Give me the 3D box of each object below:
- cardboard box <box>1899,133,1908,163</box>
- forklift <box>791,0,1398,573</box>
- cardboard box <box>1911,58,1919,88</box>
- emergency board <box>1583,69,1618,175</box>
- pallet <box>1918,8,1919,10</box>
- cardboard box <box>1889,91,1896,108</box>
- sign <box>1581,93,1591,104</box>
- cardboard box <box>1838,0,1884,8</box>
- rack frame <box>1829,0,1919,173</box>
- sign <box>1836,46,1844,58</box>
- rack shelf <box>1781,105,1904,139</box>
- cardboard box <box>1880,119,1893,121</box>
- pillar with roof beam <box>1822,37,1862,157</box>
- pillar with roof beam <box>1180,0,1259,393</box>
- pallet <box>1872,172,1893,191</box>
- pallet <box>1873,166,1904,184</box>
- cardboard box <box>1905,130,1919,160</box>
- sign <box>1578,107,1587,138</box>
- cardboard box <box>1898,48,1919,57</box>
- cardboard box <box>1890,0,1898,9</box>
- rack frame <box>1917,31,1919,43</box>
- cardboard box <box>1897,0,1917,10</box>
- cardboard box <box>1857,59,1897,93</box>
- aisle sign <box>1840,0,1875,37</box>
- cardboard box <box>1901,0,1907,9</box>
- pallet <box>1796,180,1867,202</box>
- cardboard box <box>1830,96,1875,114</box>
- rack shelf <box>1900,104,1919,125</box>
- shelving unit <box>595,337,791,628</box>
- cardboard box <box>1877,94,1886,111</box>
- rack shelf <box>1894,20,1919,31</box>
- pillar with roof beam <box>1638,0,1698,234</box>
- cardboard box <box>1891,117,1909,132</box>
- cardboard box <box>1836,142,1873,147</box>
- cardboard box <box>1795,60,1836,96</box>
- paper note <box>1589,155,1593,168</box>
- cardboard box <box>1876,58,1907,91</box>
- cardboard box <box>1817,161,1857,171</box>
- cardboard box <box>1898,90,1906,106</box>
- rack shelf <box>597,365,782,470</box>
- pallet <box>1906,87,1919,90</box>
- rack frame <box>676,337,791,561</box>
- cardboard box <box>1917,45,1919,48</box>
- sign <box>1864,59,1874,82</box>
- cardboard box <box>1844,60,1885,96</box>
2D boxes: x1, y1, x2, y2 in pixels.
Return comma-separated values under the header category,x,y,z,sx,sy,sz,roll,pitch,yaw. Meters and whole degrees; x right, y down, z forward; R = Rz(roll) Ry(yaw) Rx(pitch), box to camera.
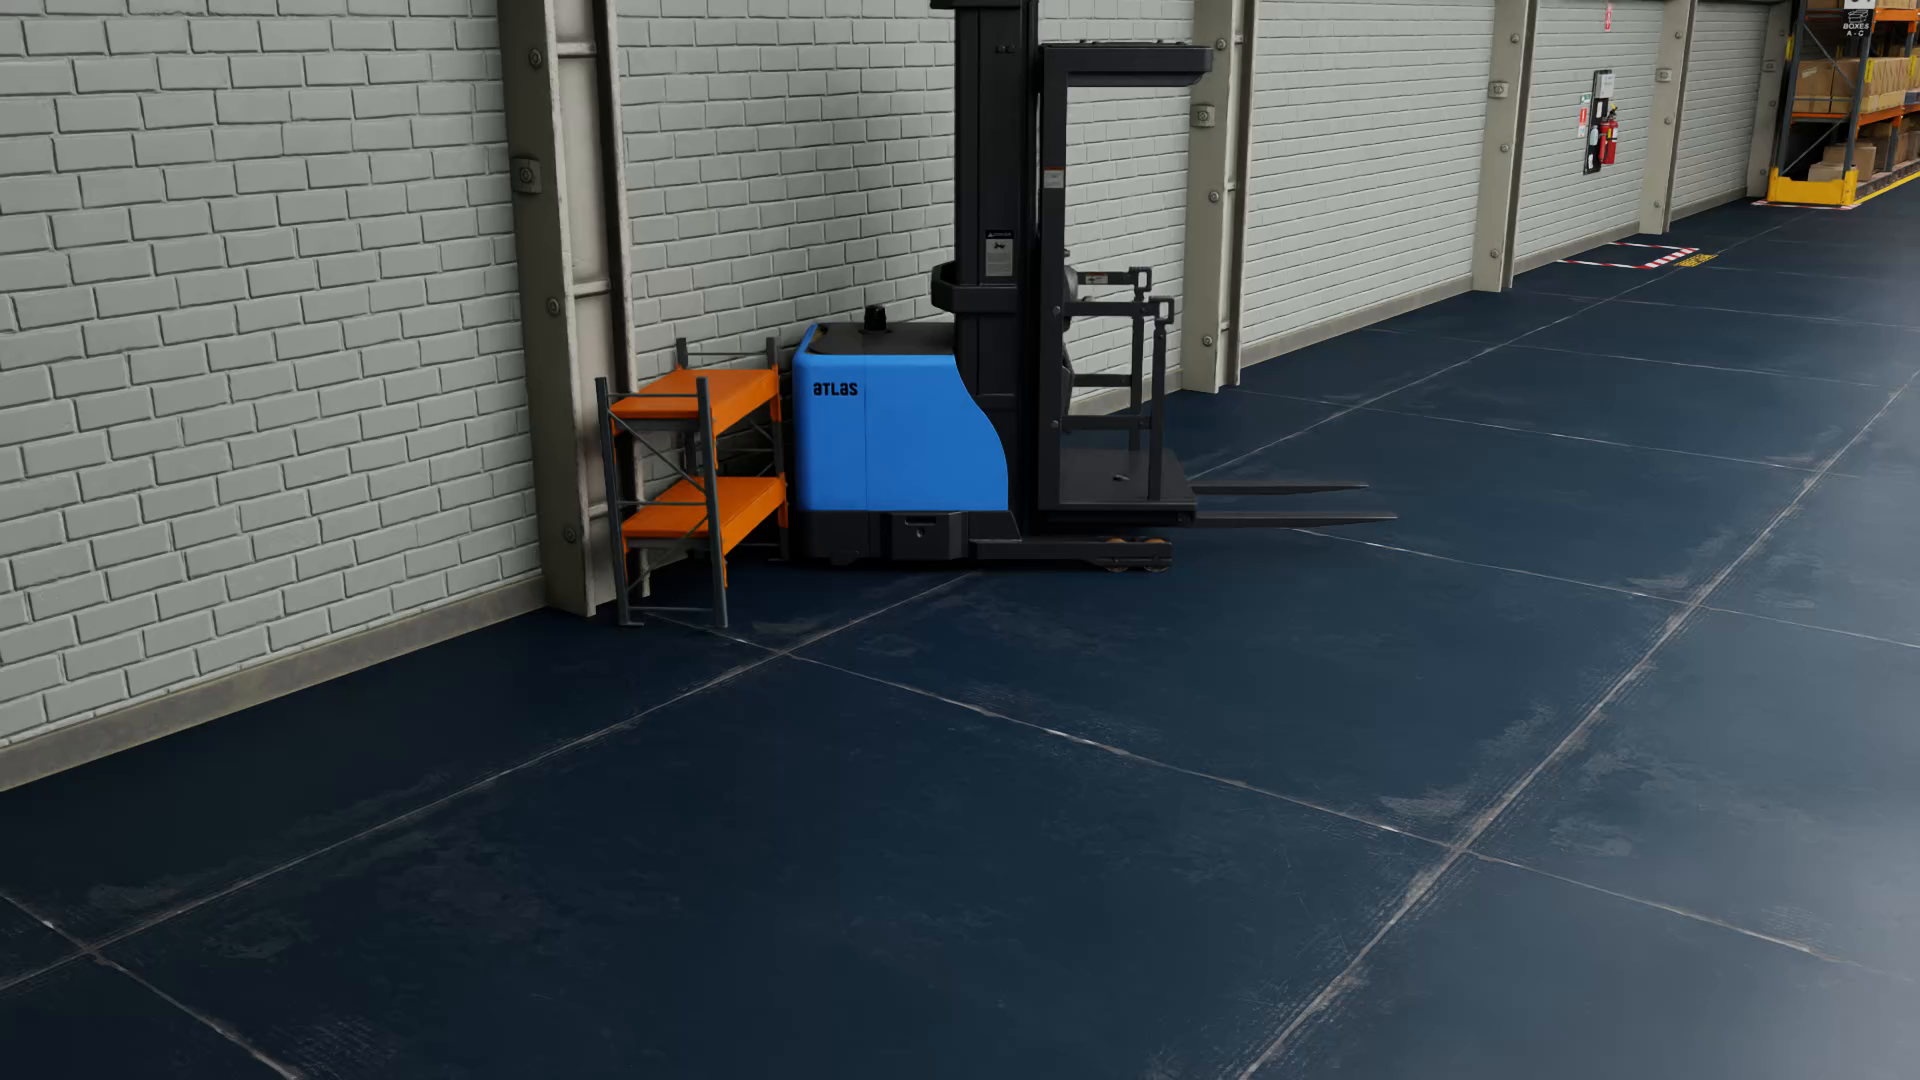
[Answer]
category,x,y,z,sx,sy,sz,roll,pitch,yaw
cardboard box,16.573,-7.066,29.914,0.700,0.500,0.500,12,21,34
forklift,0.689,-1.397,8.302,3.031,2.935,1.130,0,17,0
cardboard box,16.287,-8.171,29.086,0.700,0.500,0.500,16,24,42
emergency board,7.512,-4.859,19.334,0.194,1.169,0.643,12,21,35
pallet,15.704,-8.974,27.844,1.213,0.211,1.003,12,21,35
cardboard box,14.621,-7.035,26.560,0.500,0.250,0.500,12,21,34
sign,7.109,-5.015,18.883,0.001,0.109,0.331,12,21,35
cardboard box,13.268,-8.076,24.432,0.500,0.500,0.500,13,22,36
rack frame,15.251,-7.503,27.848,1.000,3.000,0.127,12,21,35
sign,14.803,-8.154,27.990,0.100,0.325,0.005,12,21,35
rack shelf,14.059,-6.683,26.421,1.077,0.370,4.000,12,21,35
cardboard box,16.243,-7.286,29.357,0.500,0.250,0.500,12,21,33
pillar with roof beam,19.622,-10.404,27.072,9.100,9.000,0.400,12,21,35
pillar with roof beam,5.322,-4.687,8.664,9.100,9.000,0.400,12,21,35
pallet,14.879,-6.005,27.726,1.003,0.211,1.213,12,21,35
pallet,15.714,-6.357,28.860,1.003,0.211,1.213,12,21,35
cardboard box,17.247,-7.292,30.640,0.700,0.500,0.500,13,21,35
sign,7.099,-4.763,18.963,0.001,0.329,0.234,12,21,35
cardboard box,17.273,-8.857,30.203,0.380,0.149,0.250,9,19,26
cardboard box,13.922,-8.322,25.224,0.500,0.500,0.500,14,22,37
rack frame,20.017,-9.409,33.984,1.000,3.000,0.127,12,21,35
cardboard box,15.147,-8.829,26.856,0.500,0.500,0.500,13,22,36
cardboard box,14.307,-7.270,26.052,0.500,0.500,0.500,13,22,36
aisle sign,13.066,-7.722,24.169,0.394,0.787,0.004,12,21,35
cardboard box,14.537,-8.572,26.030,0.500,0.500,0.500,11,21,33
pallet,13.425,-5.424,25.855,1.003,0.211,1.213,12,21,35
cardboard box,13.413,-6.549,24.993,0.500,0.250,0.500,12,21,33
rack shelf,16.442,-7.636,29.489,1.077,0.370,4.000,12,21,35
shelving unit,-1.209,-0.300,7.754,0.538,1.125,1.048,1,17,11
cardboard box,14.019,-6.795,25.787,0.500,0.250,0.500,12,21,34
rack shelf,18.826,-10.021,32.112,1.077,0.370,4.000,12,21,35
pillar with roof beam,12.472,-7.545,17.868,9.100,9.000,0.400,12,21,35
cardboard box,16.857,-7.525,30.127,0.500,0.250,0.500,13,21,36
cardboard box,14.665,-6.265,27.335,0.500,0.500,0.500,11,20,31
cardboard box,12.978,-6.997,25.171,0.500,0.500,0.500,12,21,34
paper note,7.351,-4.409,19.368,0.016,0.148,0.142,12,21,35
cardboard box,14.925,-7.512,26.832,0.500,0.500,0.500,12,21,34
cardboard box,13.692,-5.761,26.030,0.500,0.311,0.500,15,22,39
cardboard box,15.212,-7.275,27.332,0.500,0.250,0.500,12,21,35
rack shelf,-1.220,-0.580,7.672,0.538,0.278,1.000,1,17,11
pallet,16.488,-7.886,29.403,1.003,0.211,1.213,12,21,35
rack frame,-1.117,-0.443,8.233,0.500,1.125,0.032,1,17,11
cardboard box,18.129,-9.083,30.967,0.500,0.250,0.500,13,22,36
sign,13.303,-6.868,24.343,0.100,0.325,0.005,12,21,35
cardboard box,13.696,-7.023,25.257,0.500,0.500,0.500,12,21,35
